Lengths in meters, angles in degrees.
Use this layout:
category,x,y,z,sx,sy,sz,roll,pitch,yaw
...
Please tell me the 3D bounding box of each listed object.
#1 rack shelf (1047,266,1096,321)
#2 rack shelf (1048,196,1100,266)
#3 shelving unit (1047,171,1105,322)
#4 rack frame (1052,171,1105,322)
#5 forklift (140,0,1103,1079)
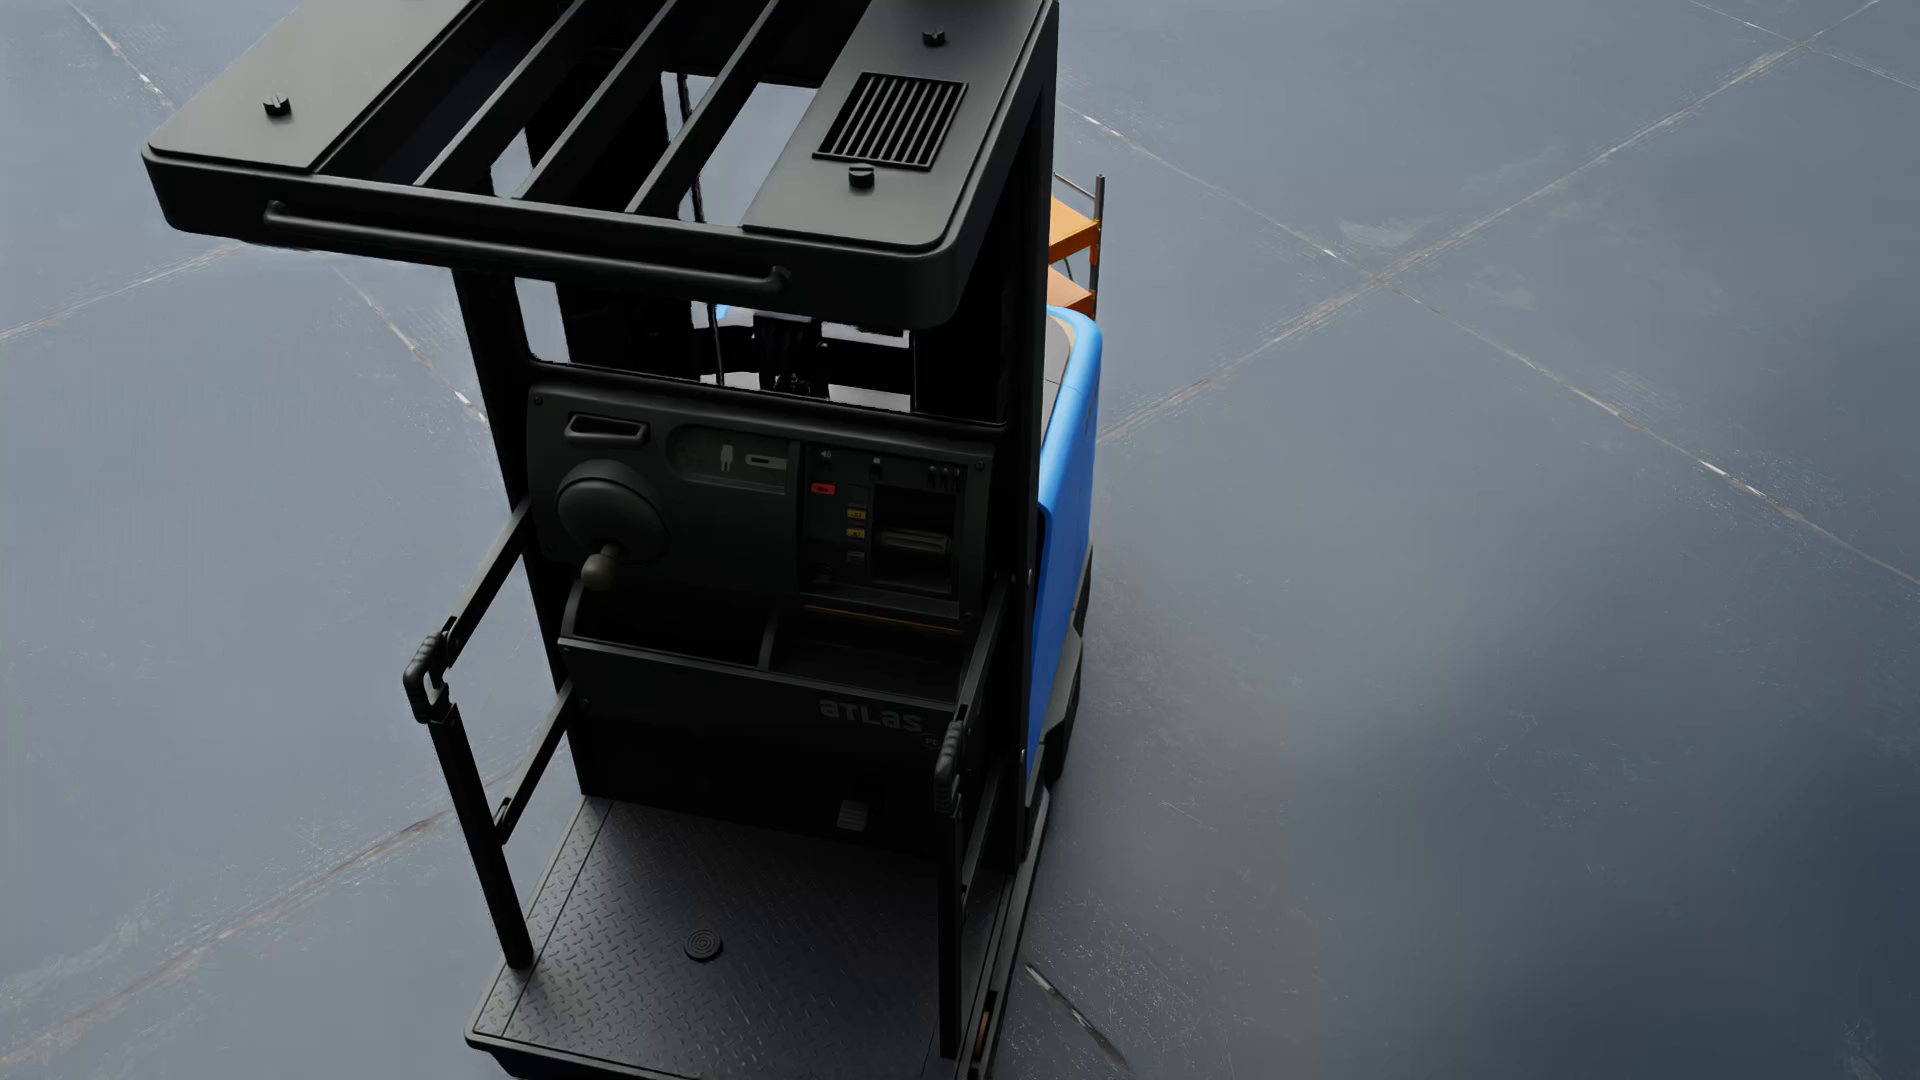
category,x,y,z,sx,sy,sz,roll,pitch,yaw
rack shelf,0.128,-0.629,4.814,0.480,0.148,0.258,-29,51,-28
rack shelf,0.128,-0.801,4.652,0.480,0.148,0.258,-29,51,-28
shelving unit,0.128,-0.515,4.921,0.503,1.200,0.258,-29,51,-28
rack frame,0.317,-0.621,5.034,0.015,1.200,0.240,-29,51,-28
forklift,-0.444,0.030,3.077,1.130,2.935,3.031,9,44,9
